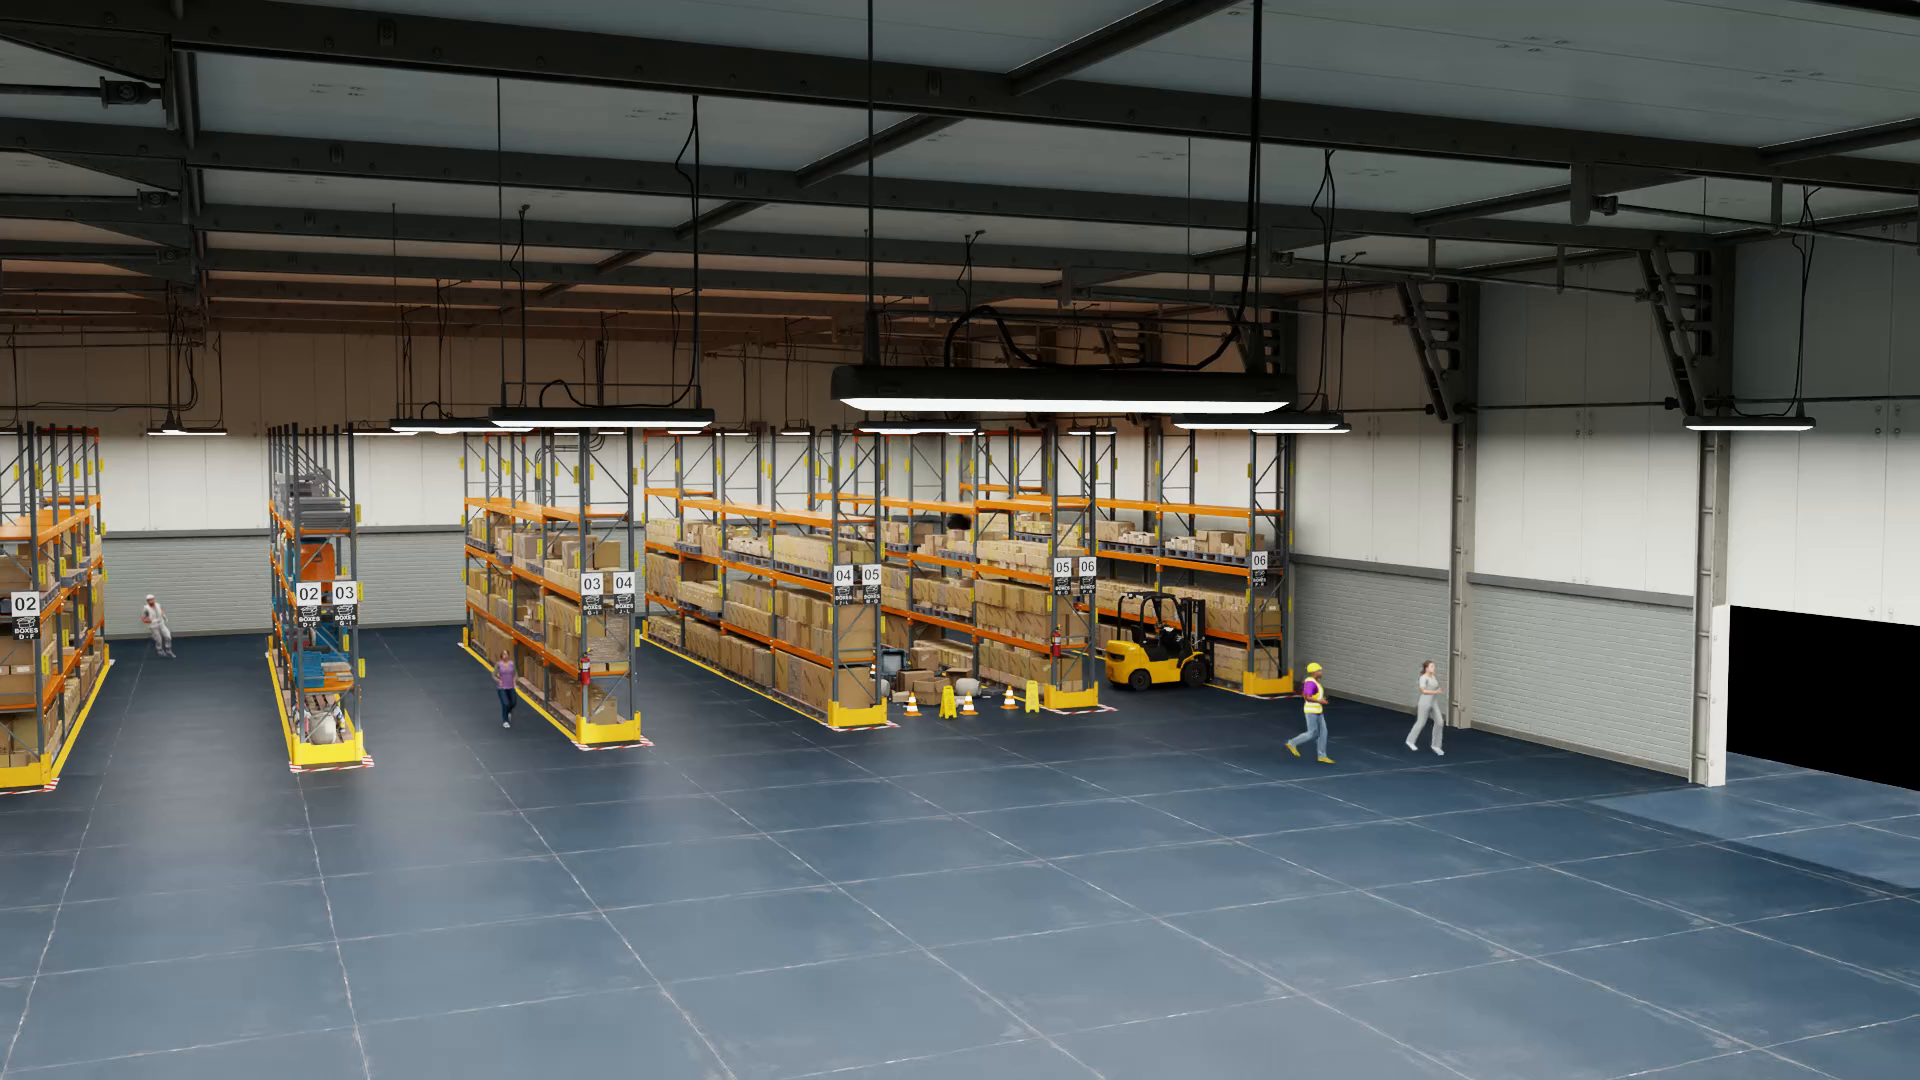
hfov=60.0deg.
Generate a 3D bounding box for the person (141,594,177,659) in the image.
[{"bbox_3d":[-20.810,2.248,43.045,0.667,1.740,0.822,3,4,37],"label":"person"}]

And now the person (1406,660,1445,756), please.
[{"bbox_3d":[8.465,3.038,30.193,0.554,1.737,0.797,-3,4,-38],"label":"person"}]

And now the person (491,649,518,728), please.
[{"bbox_3d":[-8.991,2.934,32.920,0.532,1.550,0.559,-2,4,-29],"label":"person"}]

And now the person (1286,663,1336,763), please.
[{"bbox_3d":[6.196,3.053,29.341,0.871,1.773,0.686,1,4,20],"label":"person"}]
